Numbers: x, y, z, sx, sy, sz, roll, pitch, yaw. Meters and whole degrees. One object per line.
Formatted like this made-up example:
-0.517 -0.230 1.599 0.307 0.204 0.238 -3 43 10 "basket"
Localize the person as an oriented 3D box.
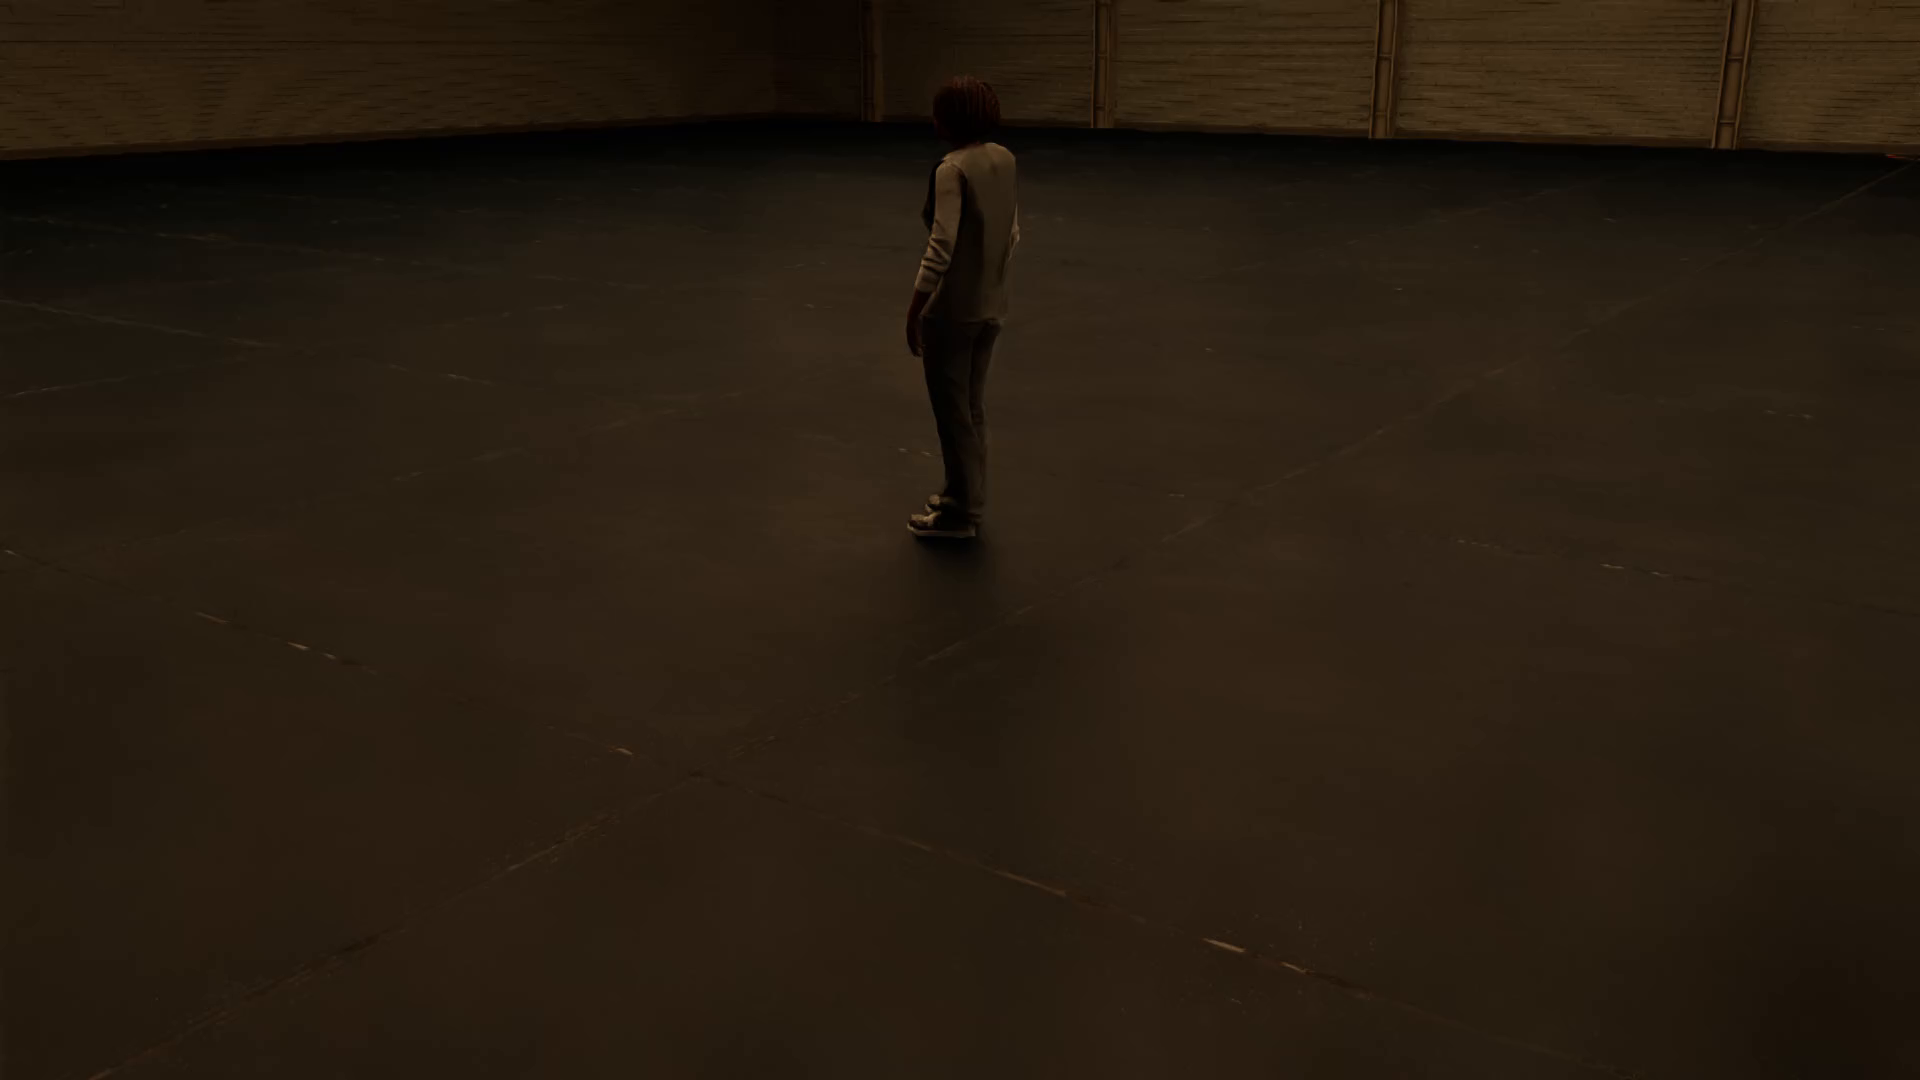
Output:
-0.053 -0.787 5.769 0.474 1.597 0.521 11 20 33 "person"
